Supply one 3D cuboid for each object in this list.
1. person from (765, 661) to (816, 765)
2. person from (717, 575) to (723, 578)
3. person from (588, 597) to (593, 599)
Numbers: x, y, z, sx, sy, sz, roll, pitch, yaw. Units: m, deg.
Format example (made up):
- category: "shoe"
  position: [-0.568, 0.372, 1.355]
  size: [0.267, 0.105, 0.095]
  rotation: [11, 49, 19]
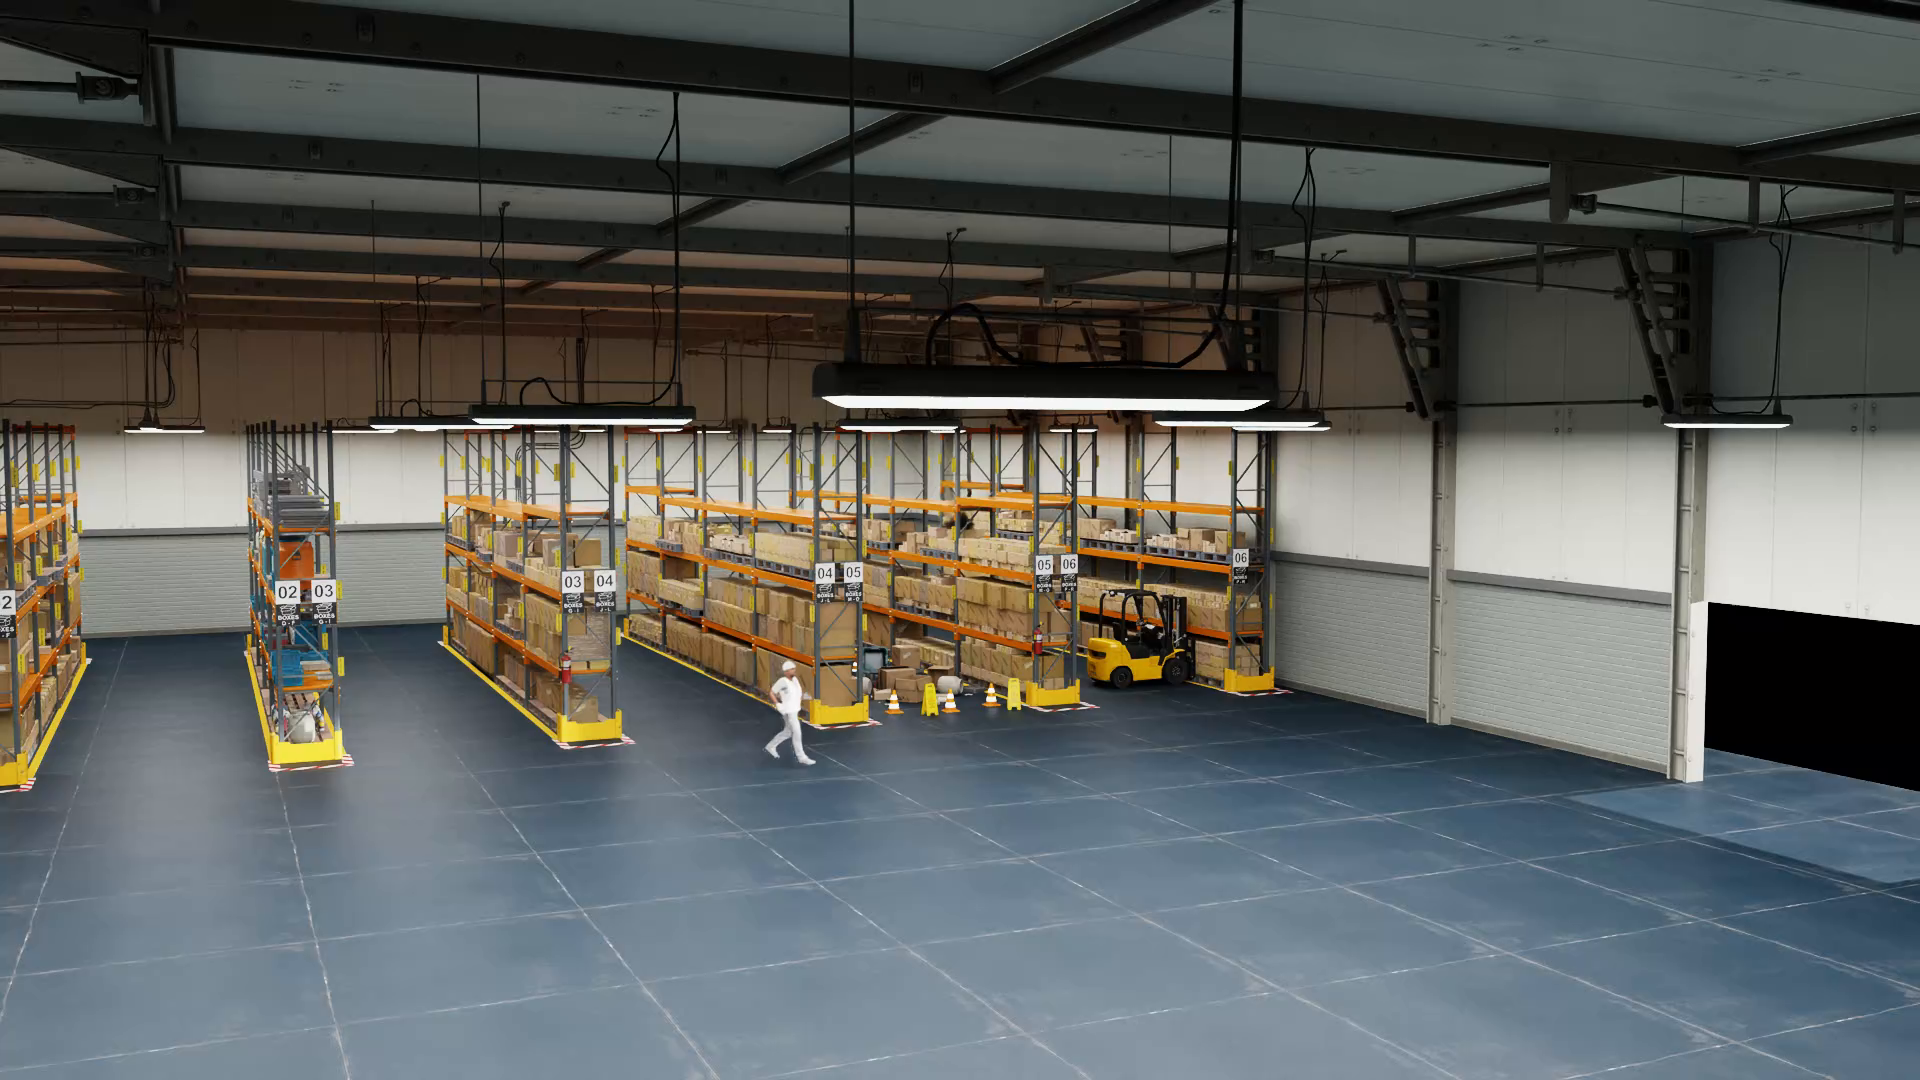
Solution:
- category: "person"
  position: [-2.956, 2.992, 28.953]
  size: [0.979, 1.769, 0.700]
  rotation: [1, 4, 18]
- category: "person"
  position: [-6.860, 1.868, 47.586]
  size: [0.765, 1.749, 0.609]
  rotation: [-2, 4, -34]
- category: "person"
  position: [-10.842, 1.897, 47.715]
  size: [0.736, 1.687, 0.608]
  rotation: [1, 4, 21]
